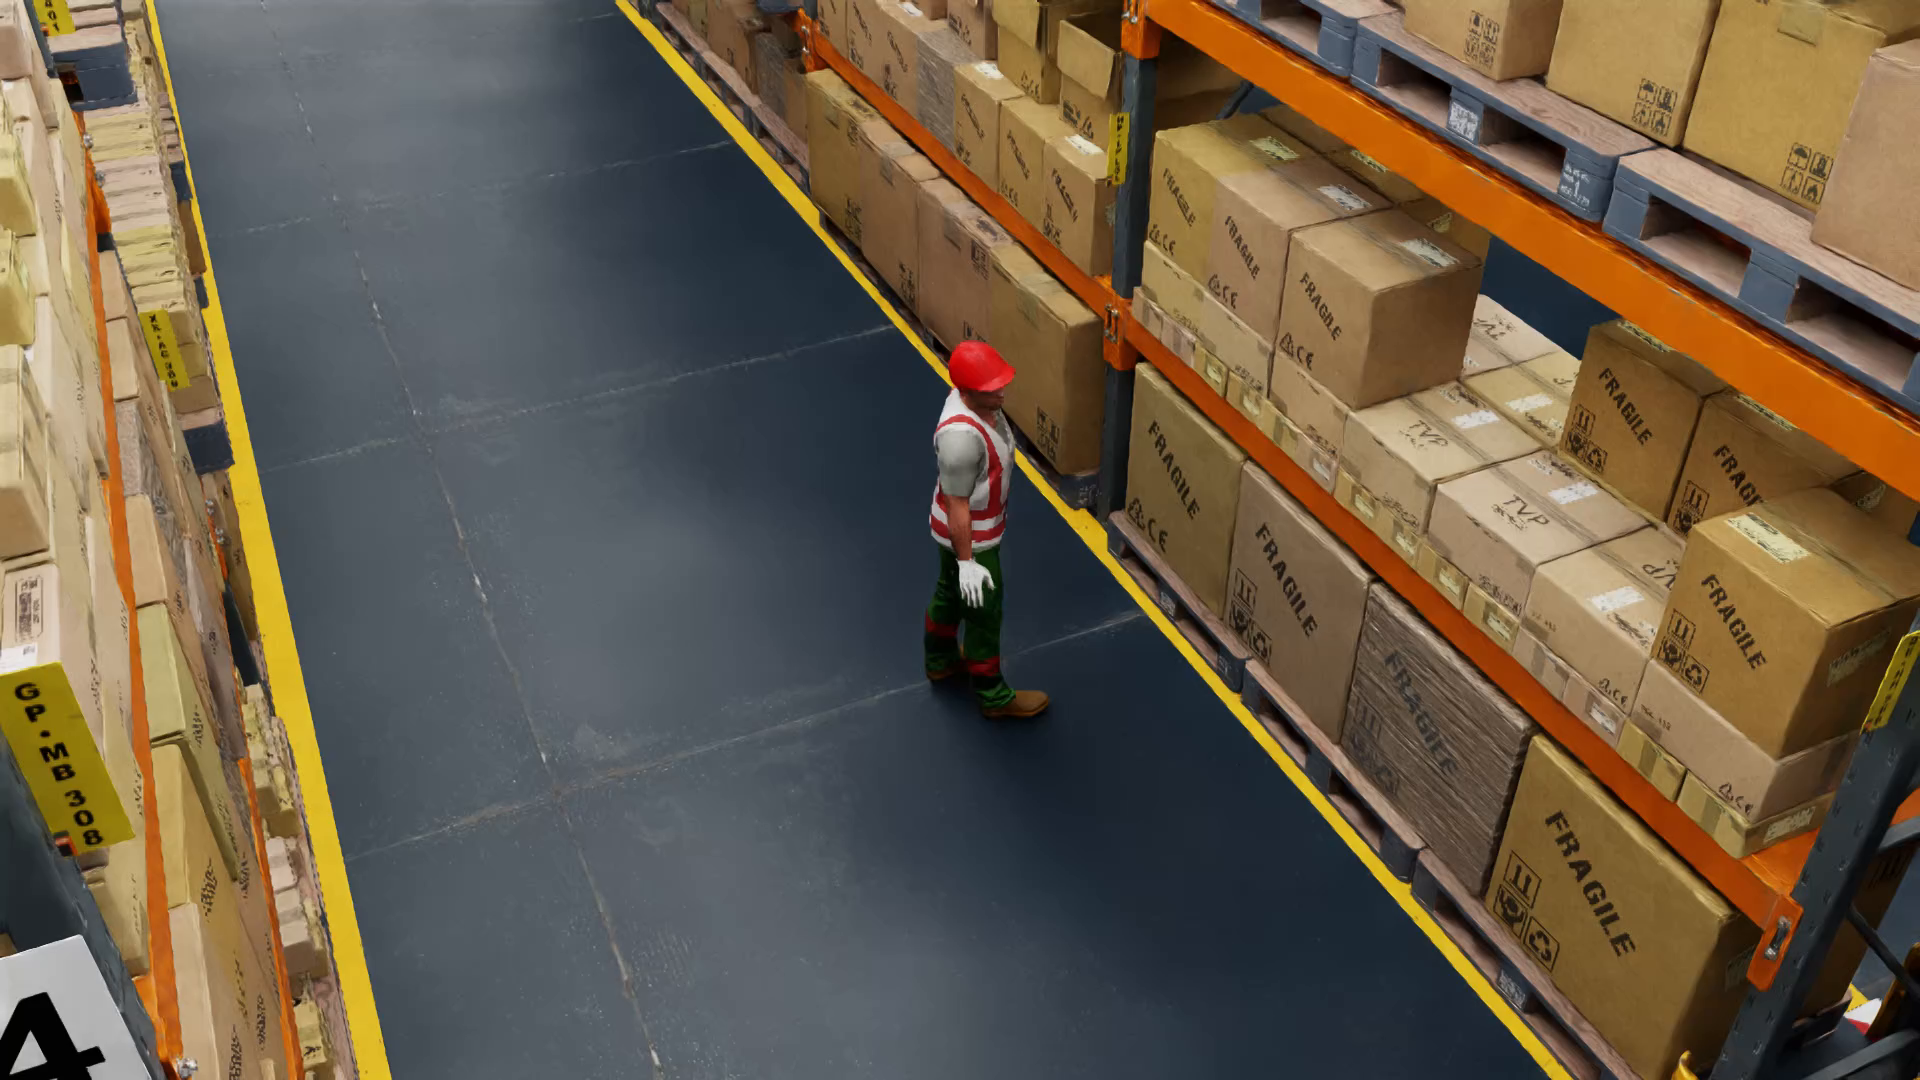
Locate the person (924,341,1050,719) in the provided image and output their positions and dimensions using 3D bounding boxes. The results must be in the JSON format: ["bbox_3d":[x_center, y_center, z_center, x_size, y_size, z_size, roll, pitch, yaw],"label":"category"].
[{"bbox_3d":[0.113,-0.027,6.829,0.569,1.786,0.663,3,37,3],"label":"person"}]
